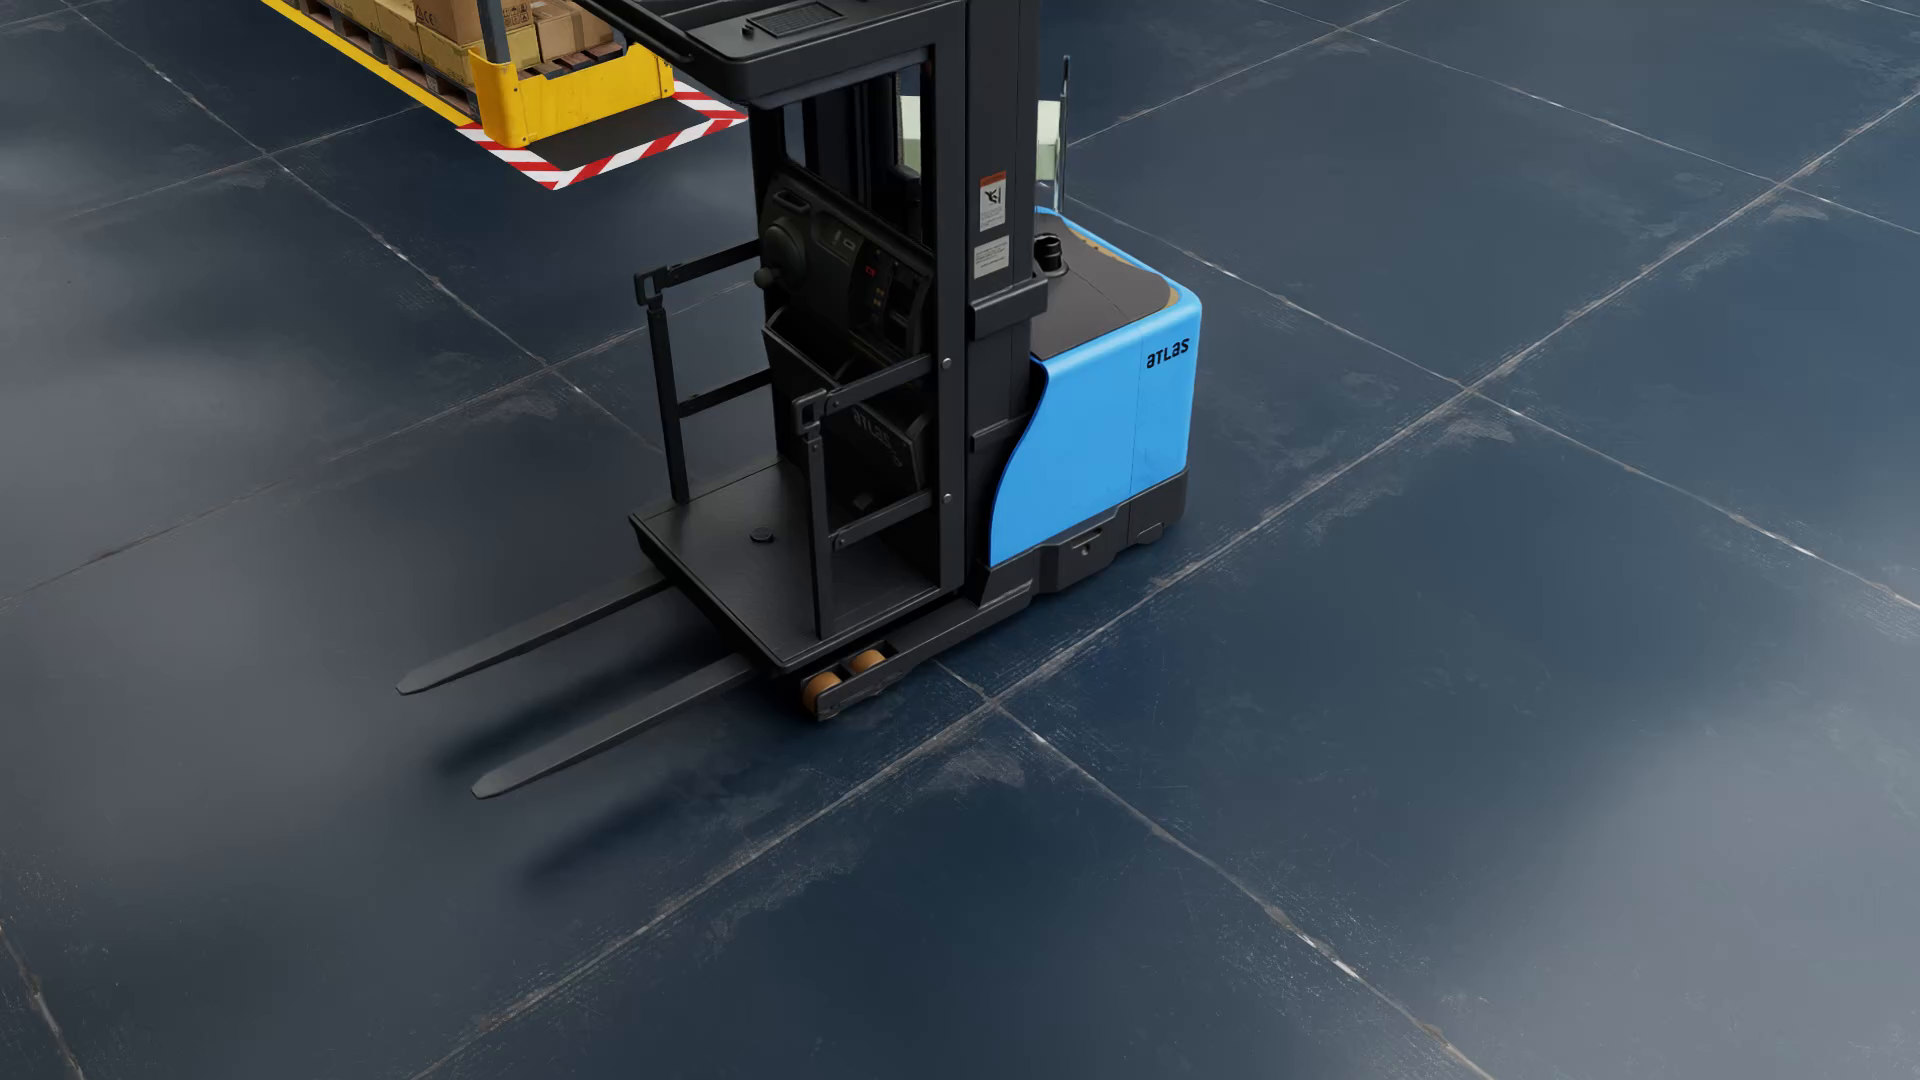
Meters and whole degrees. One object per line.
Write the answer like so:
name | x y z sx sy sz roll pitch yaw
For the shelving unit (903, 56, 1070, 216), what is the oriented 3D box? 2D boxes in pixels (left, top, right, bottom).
shelving unit | 0.057 -1.299 7.165 0.755 1.500 0.431 3 39 4

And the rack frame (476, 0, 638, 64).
rack frame | -2.272 -3.731 8.982 1.000 3.000 0.127 -30 48 -32

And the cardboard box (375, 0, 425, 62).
cardboard box | -3.199 -3.173 10.146 0.500 0.250 0.500 -30 48 -32

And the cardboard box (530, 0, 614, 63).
cardboard box | -2.470 -3.167 10.138 0.500 0.250 0.500 -30 48 -32

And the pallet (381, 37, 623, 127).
pallet | -2.820 -2.982 10.274 1.003 0.211 1.213 -30 48 -32

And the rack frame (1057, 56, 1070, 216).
rack frame | 0.421 -1.279 7.140 0.023 1.500 0.400 3 39 4

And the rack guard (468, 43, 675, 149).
rack guard | -2.255 -2.747 9.754 1.175 0.500 0.348 -30 48 -32

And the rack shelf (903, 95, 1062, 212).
rack shelf | 0.057 -1.603 6.920 0.720 0.370 0.431 3 39 4

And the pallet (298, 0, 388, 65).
pallet | -3.641 -3.546 10.973 1.003 0.211 1.213 -30 48 -32

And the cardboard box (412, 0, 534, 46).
cardboard box | -2.854 -3.238 9.629 0.500 0.500 0.500 -30 48 -32

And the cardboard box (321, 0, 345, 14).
cardboard box | -3.875 -3.636 10.719 0.500 0.250 0.500 -30 48 -32

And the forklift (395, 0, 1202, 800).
forklift | -0.560 -0.877 5.503 3.031 2.935 1.130 -26 46 -28

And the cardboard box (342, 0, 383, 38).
cardboard box | -3.538 -3.404 10.432 0.500 0.250 0.500 -30 48 -32

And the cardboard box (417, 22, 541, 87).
cardboard box | -2.852 -2.947 9.866 0.500 0.250 0.500 -30 48 -32

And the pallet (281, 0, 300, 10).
pallet | -4.470 -4.111 11.672 1.003 0.211 1.213 -30 48 -32
